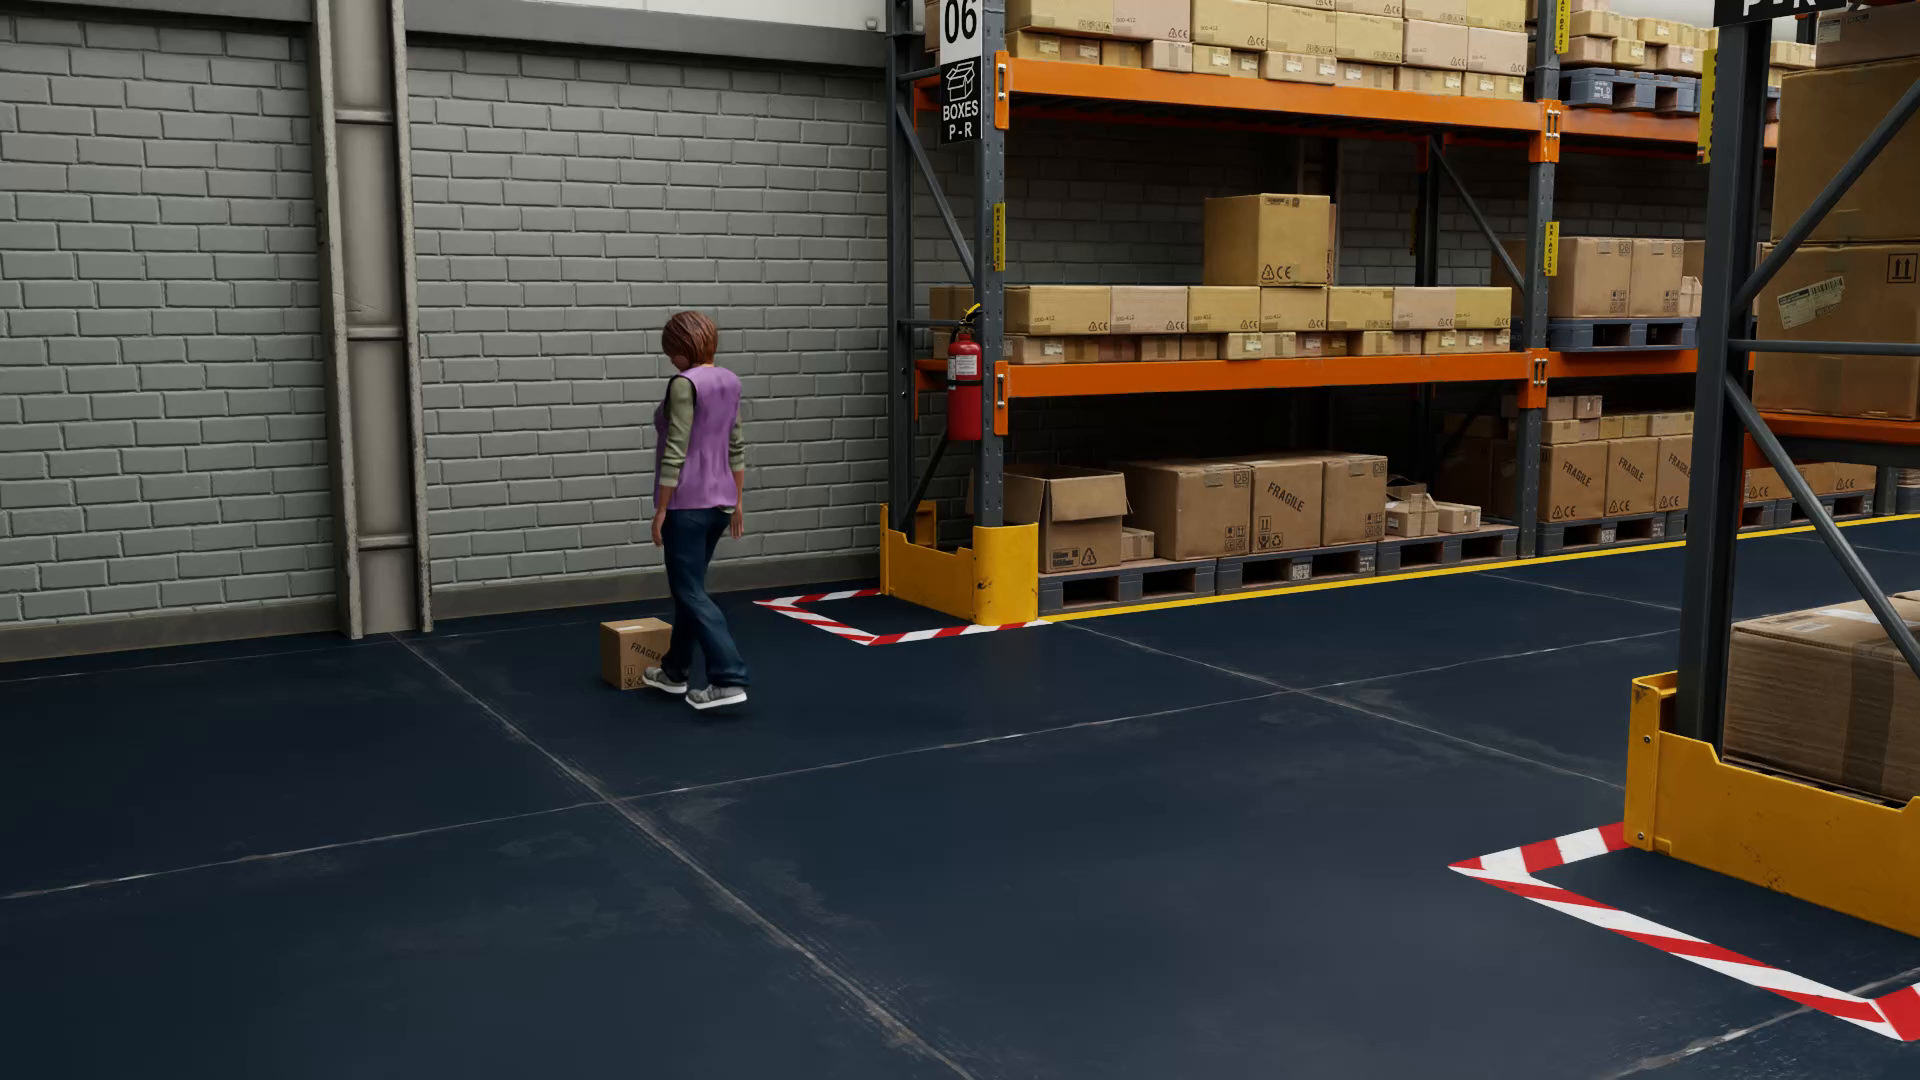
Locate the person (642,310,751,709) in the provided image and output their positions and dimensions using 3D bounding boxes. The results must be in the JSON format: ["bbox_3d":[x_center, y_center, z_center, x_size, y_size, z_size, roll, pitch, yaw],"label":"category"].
[{"bbox_3d":[-1.096,-0.120,6.643,0.694,1.549,0.448,5,10,30],"label":"person"}]
